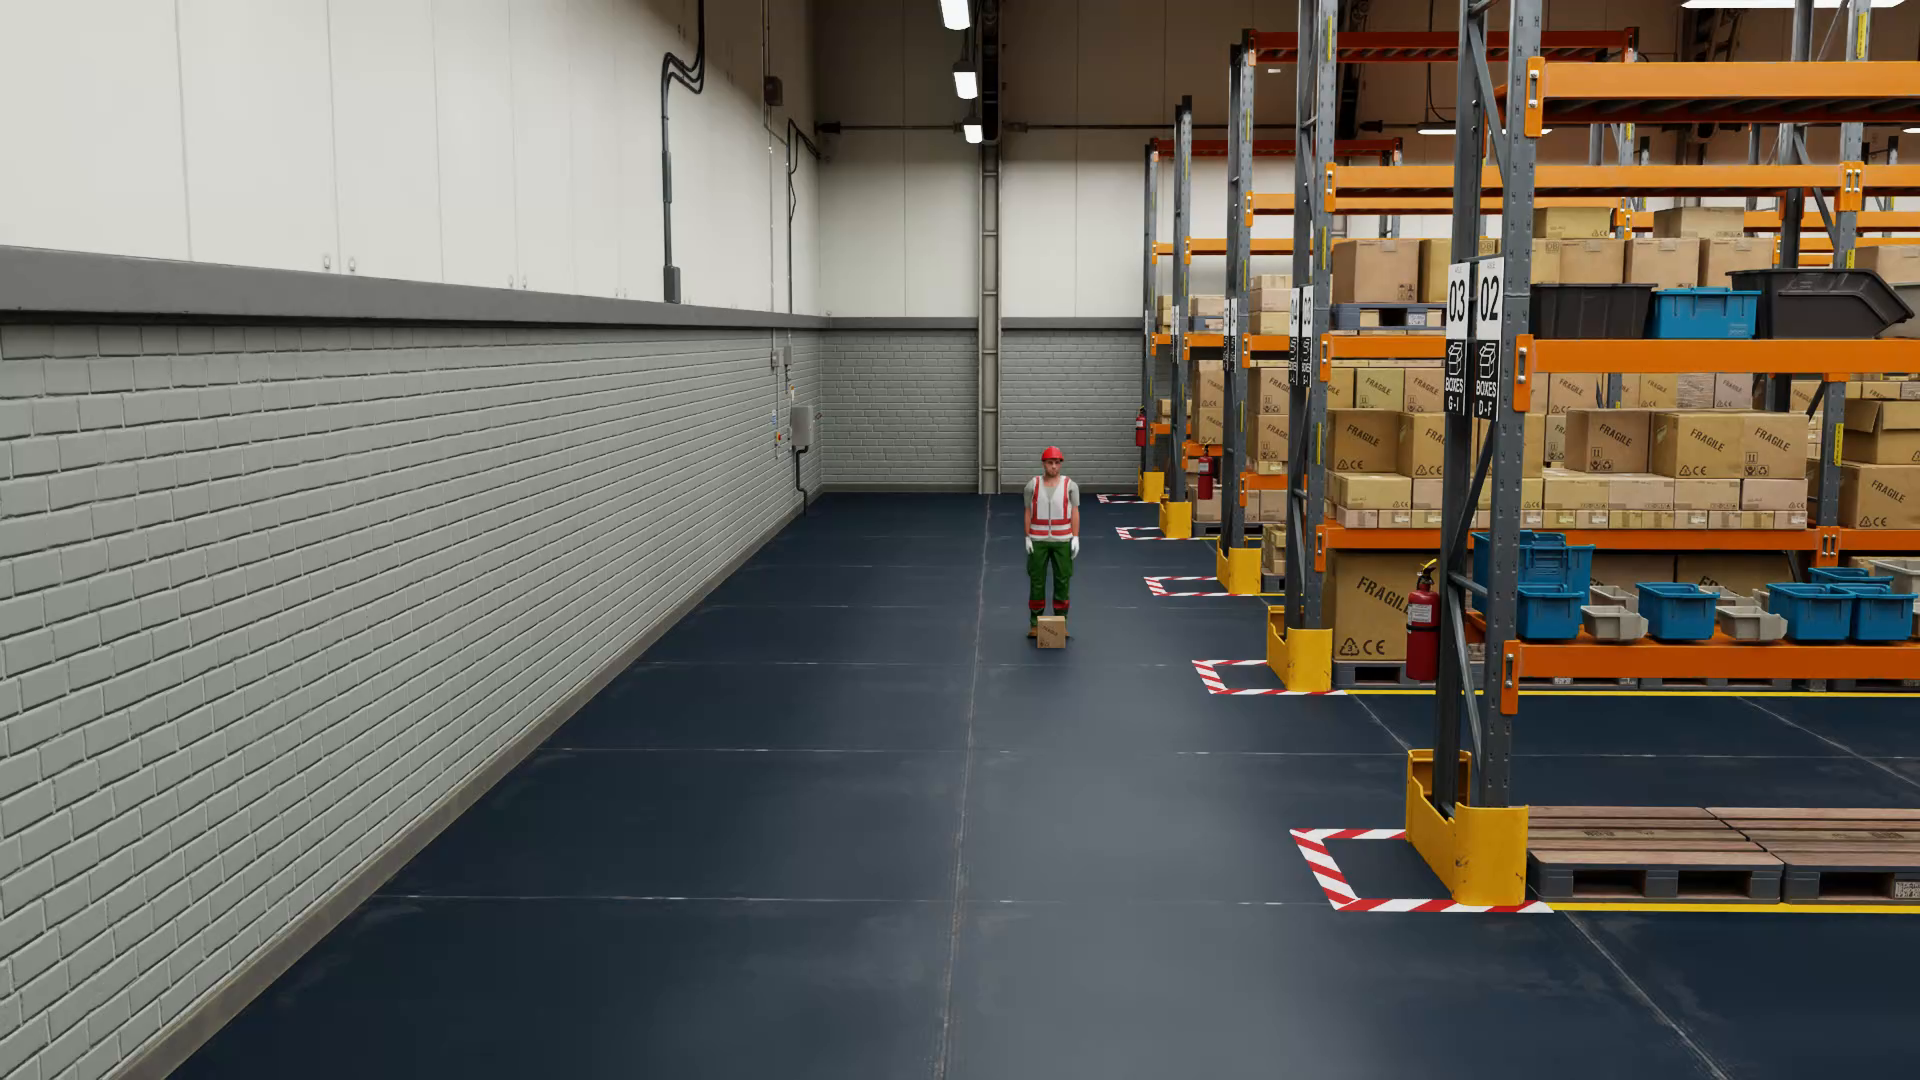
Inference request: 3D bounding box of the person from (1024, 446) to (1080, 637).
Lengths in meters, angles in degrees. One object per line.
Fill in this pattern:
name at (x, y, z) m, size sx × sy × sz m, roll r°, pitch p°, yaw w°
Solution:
person at (0.854, 0.016, 15.545) m, size 0.524 × 1.786 × 0.337 m, roll 0°, pitch 7°, yaw 3°
